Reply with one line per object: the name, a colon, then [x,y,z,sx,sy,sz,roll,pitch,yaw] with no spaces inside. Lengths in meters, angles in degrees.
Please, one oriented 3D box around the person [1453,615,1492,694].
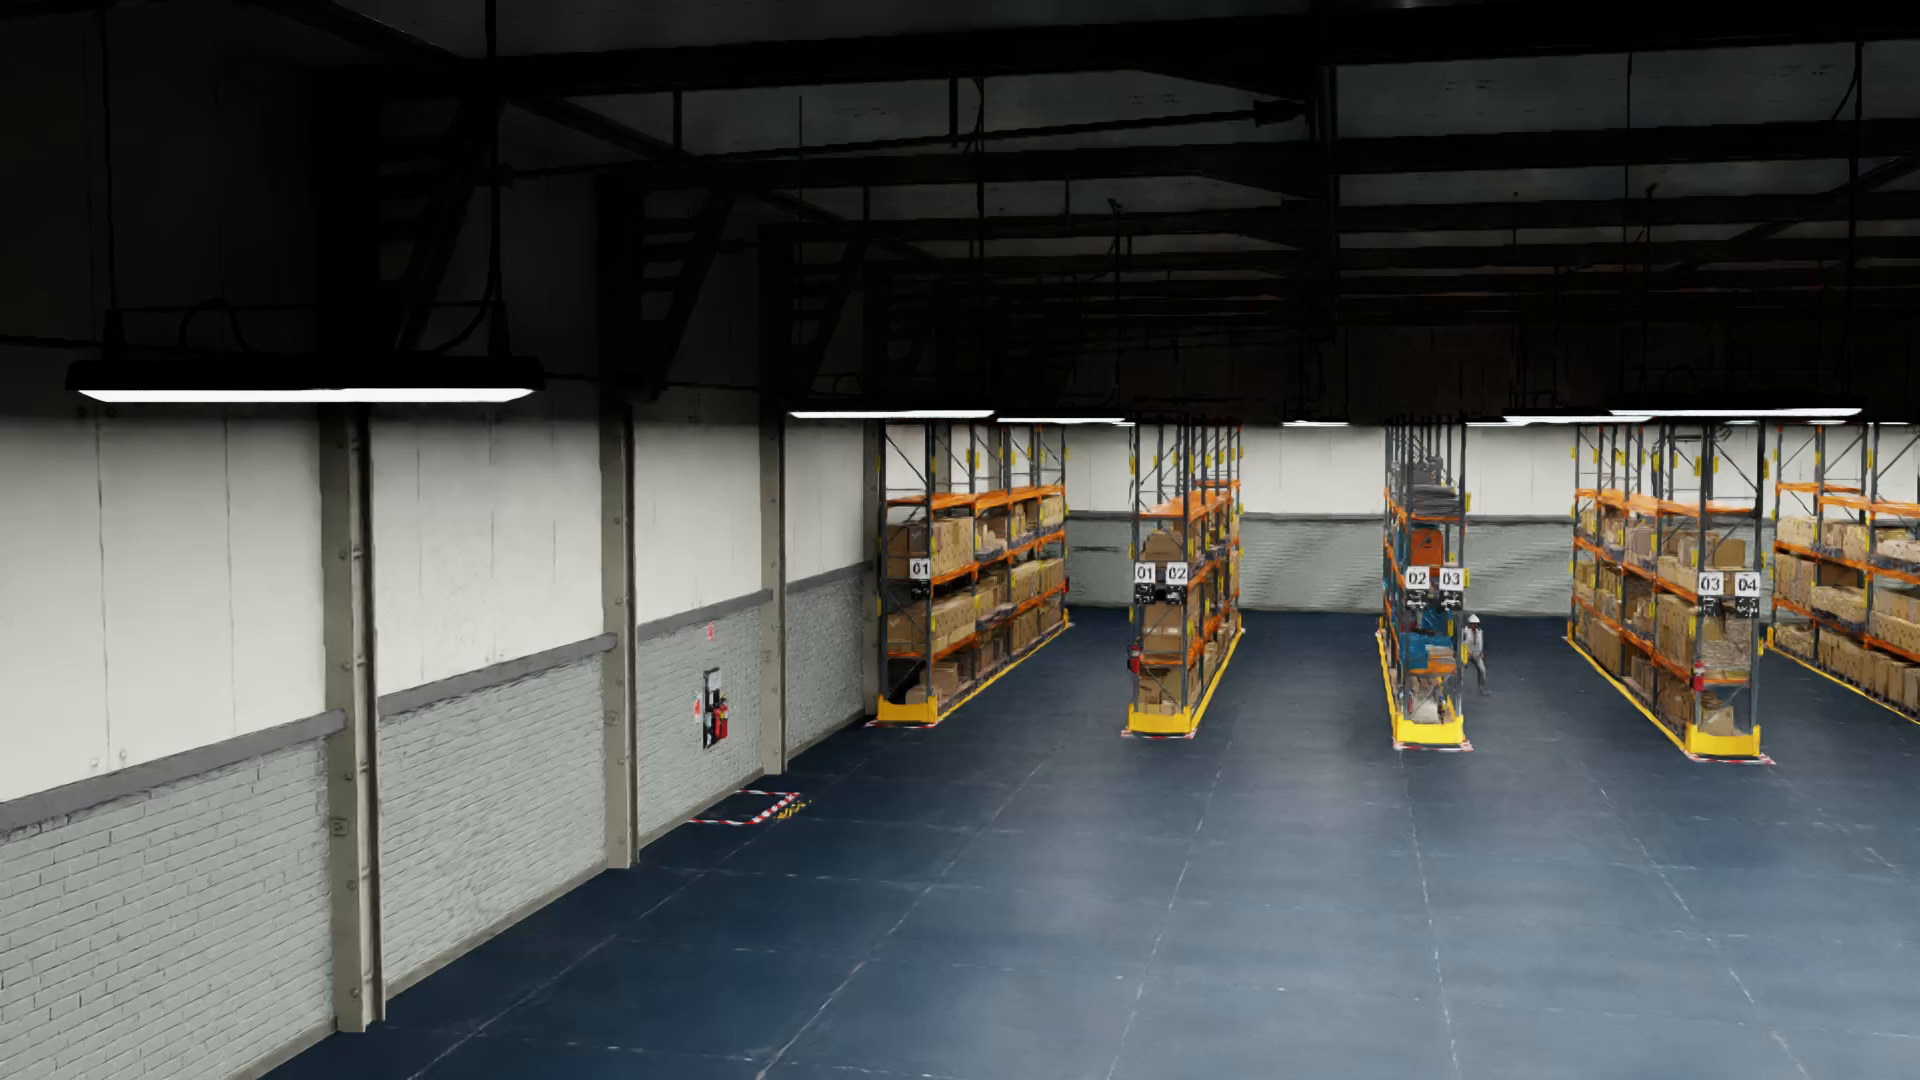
person: [10.997,2.441,35.787,0.683,1.713,0.837,0,4,-3]
